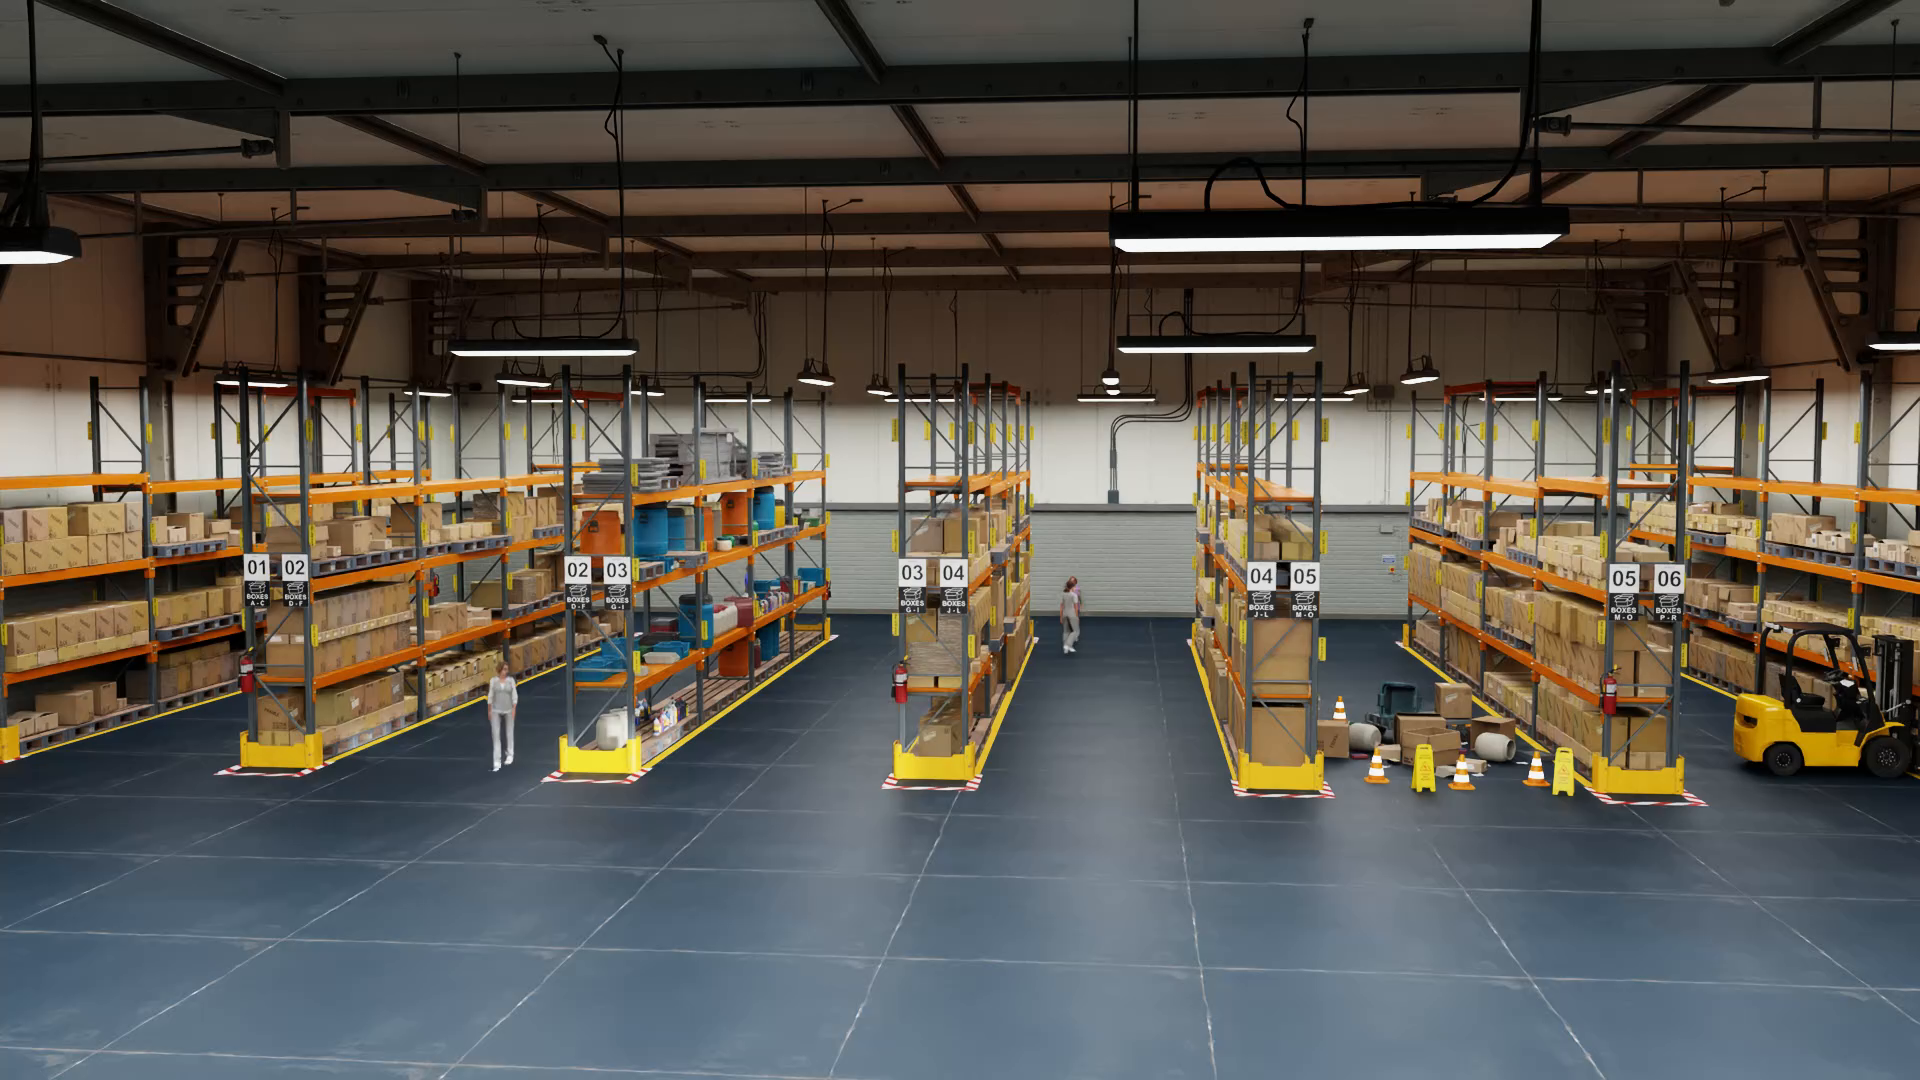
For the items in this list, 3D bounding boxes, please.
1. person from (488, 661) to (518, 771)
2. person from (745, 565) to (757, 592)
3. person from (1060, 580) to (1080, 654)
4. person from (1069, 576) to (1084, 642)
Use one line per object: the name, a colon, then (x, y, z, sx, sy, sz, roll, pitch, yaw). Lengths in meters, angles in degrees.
person: (-6.853, 2.625, 24.964, 0.439, 1.576, 0.687, -1, 4, -18)
person: (-5.300, 1.451, 42.387, 0.408, 1.674, 0.471, 0, 4, 6)
person: (2.445, 1.754, 37.626, 0.473, 1.671, 0.529, 3, 5, 38)
person: (2.732, 1.639, 40.074, 0.431, 1.540, 0.967, -1, 4, -13)
